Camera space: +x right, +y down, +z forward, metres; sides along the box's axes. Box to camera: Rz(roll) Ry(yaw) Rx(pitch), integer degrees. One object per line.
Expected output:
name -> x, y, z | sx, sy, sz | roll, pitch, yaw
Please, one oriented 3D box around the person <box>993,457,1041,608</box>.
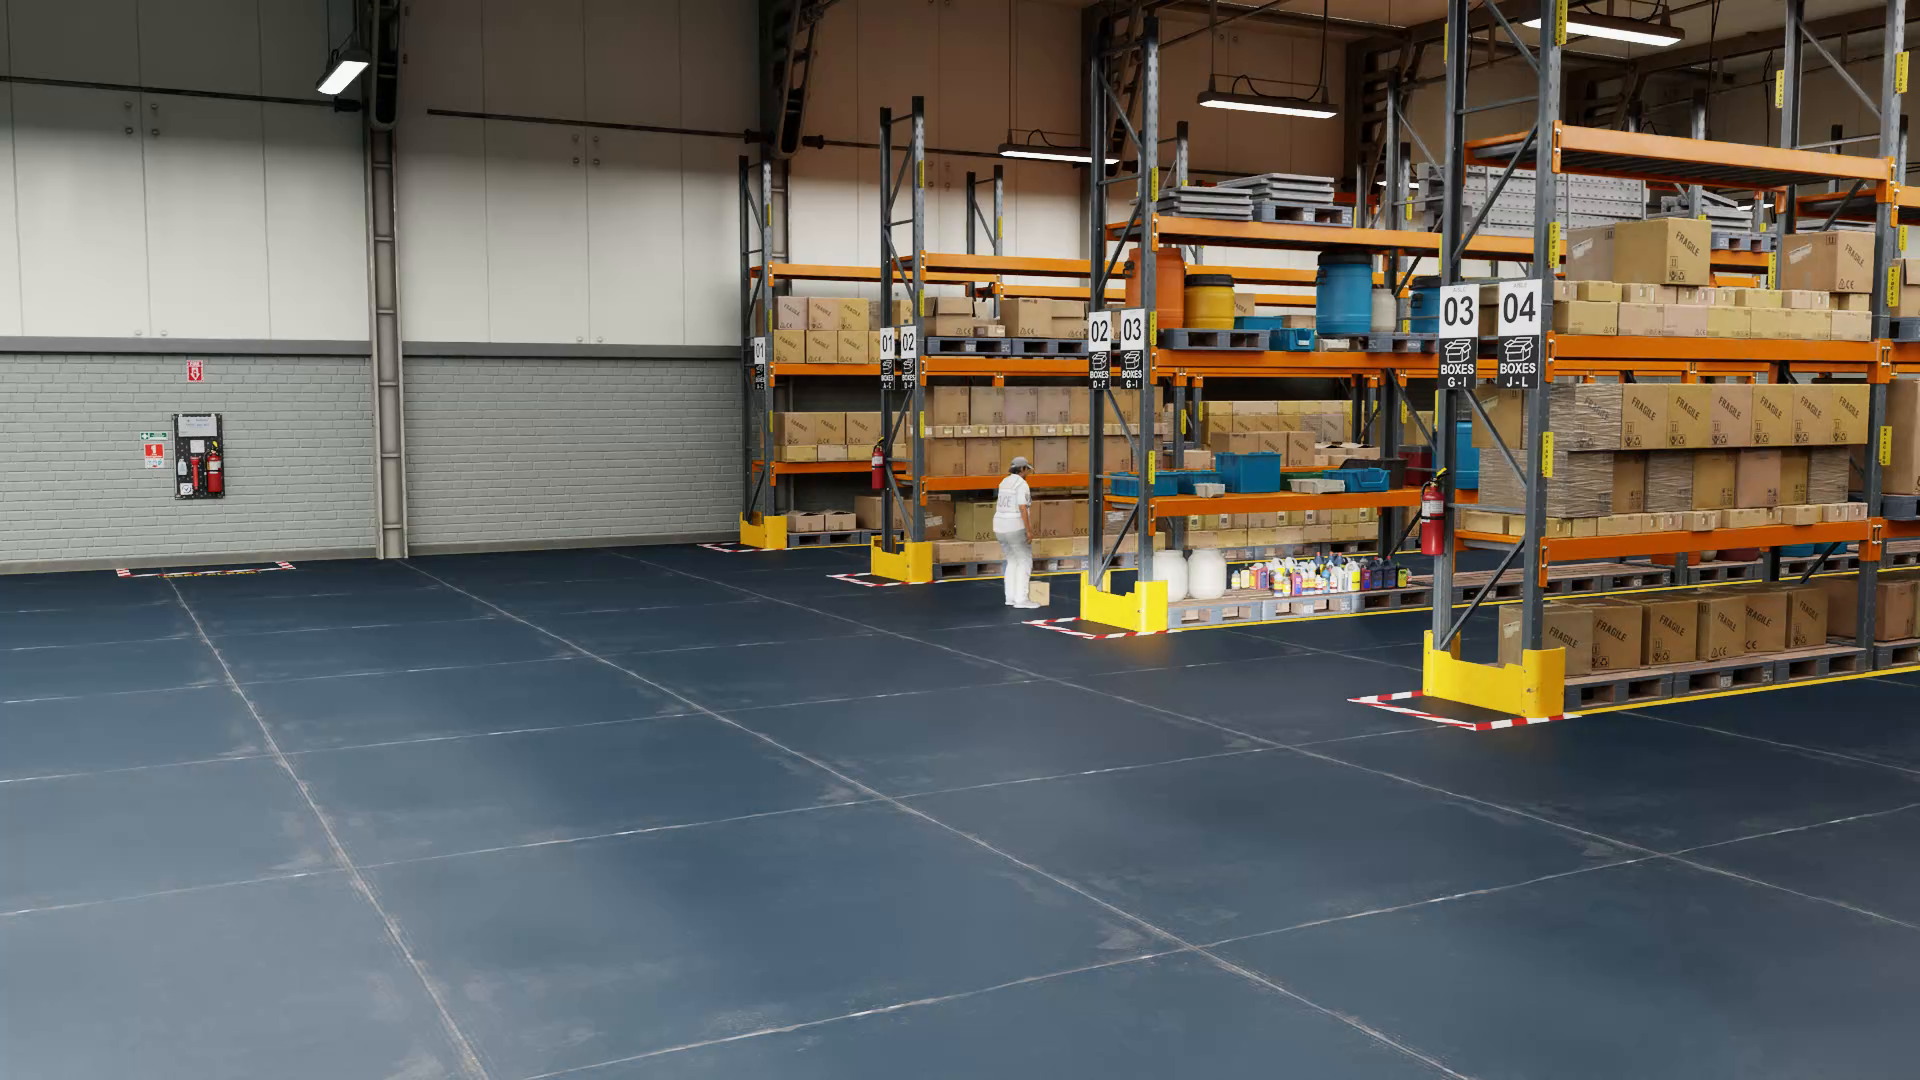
person -> 0.635, -0.092, 18.494 | 0.470, 1.665, 0.561 | -3, 6, -32
